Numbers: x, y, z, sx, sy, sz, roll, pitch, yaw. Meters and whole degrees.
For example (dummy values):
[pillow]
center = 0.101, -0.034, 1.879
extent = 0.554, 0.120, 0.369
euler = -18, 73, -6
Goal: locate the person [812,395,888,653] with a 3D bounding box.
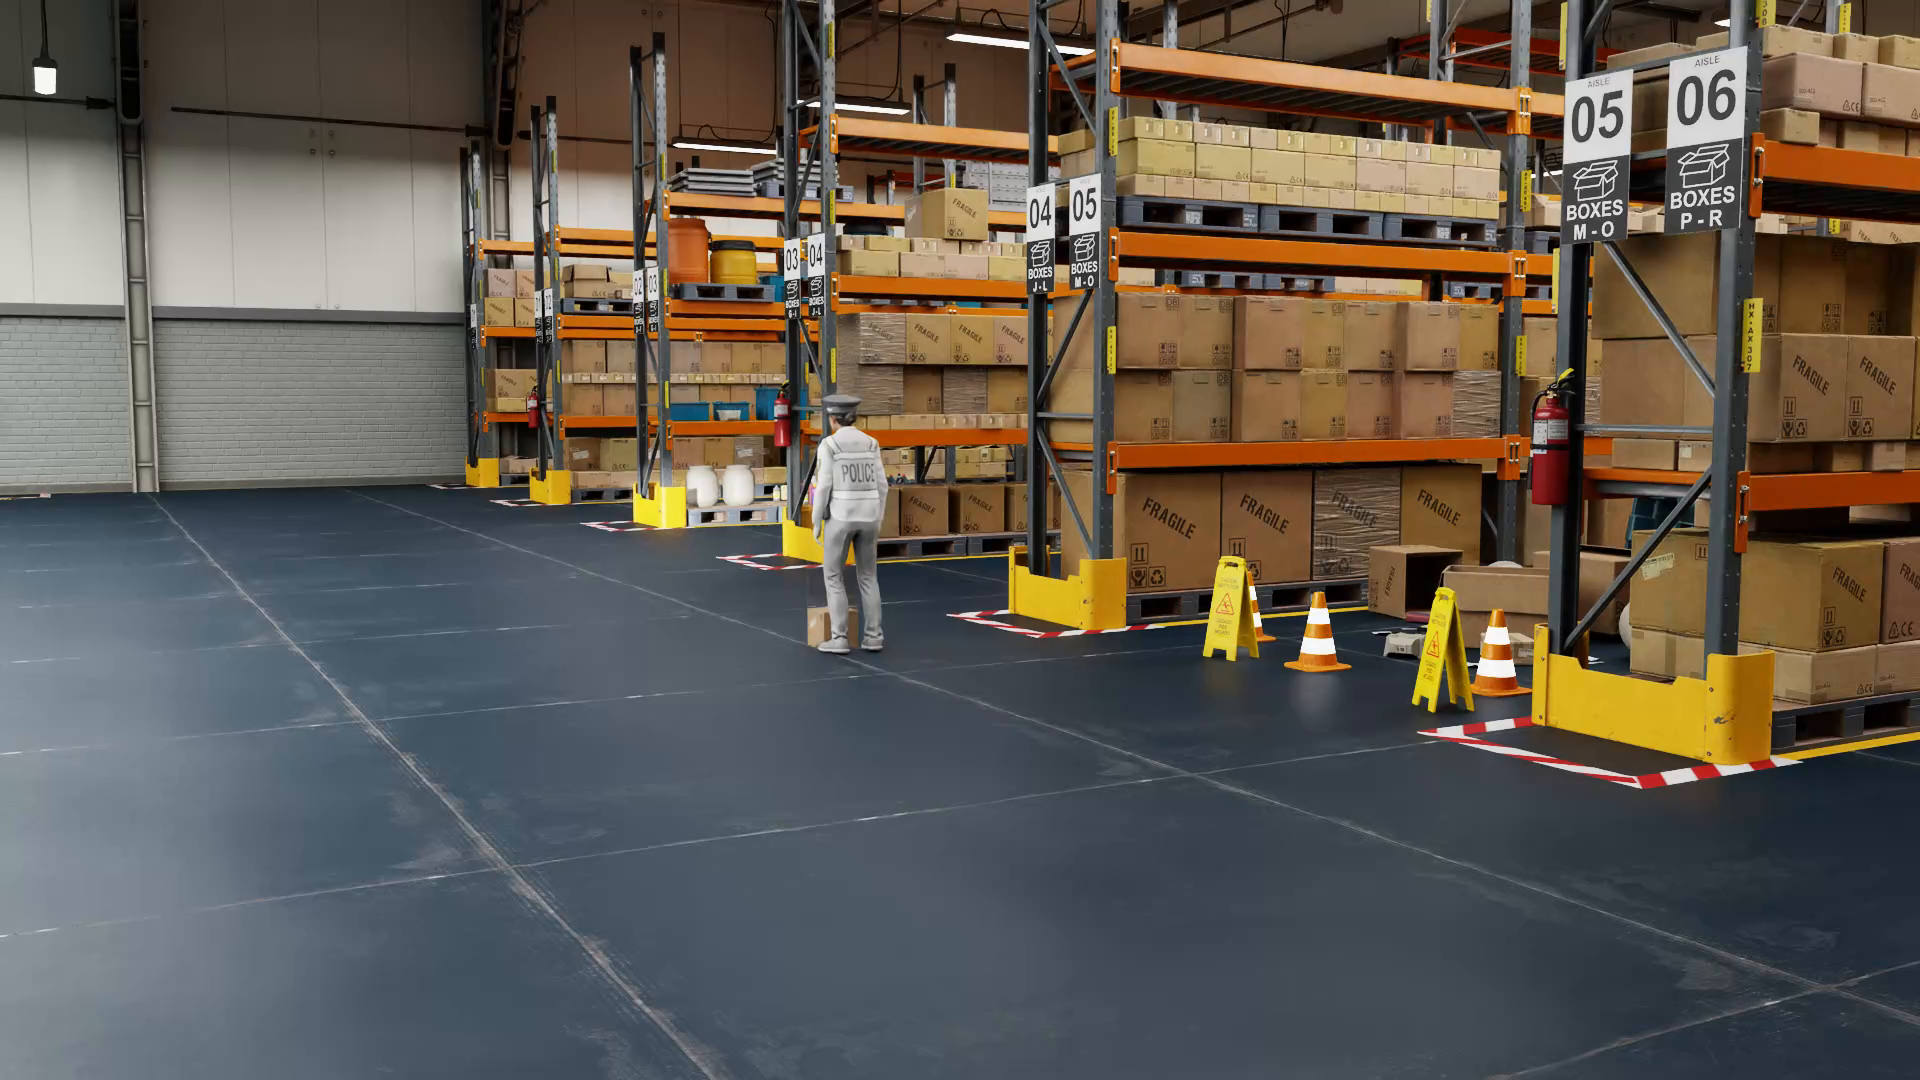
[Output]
[person]
center = -0.716, -0.102, 10.726
extent = 0.520, 1.662, 0.370
euler = -3, 6, -31
